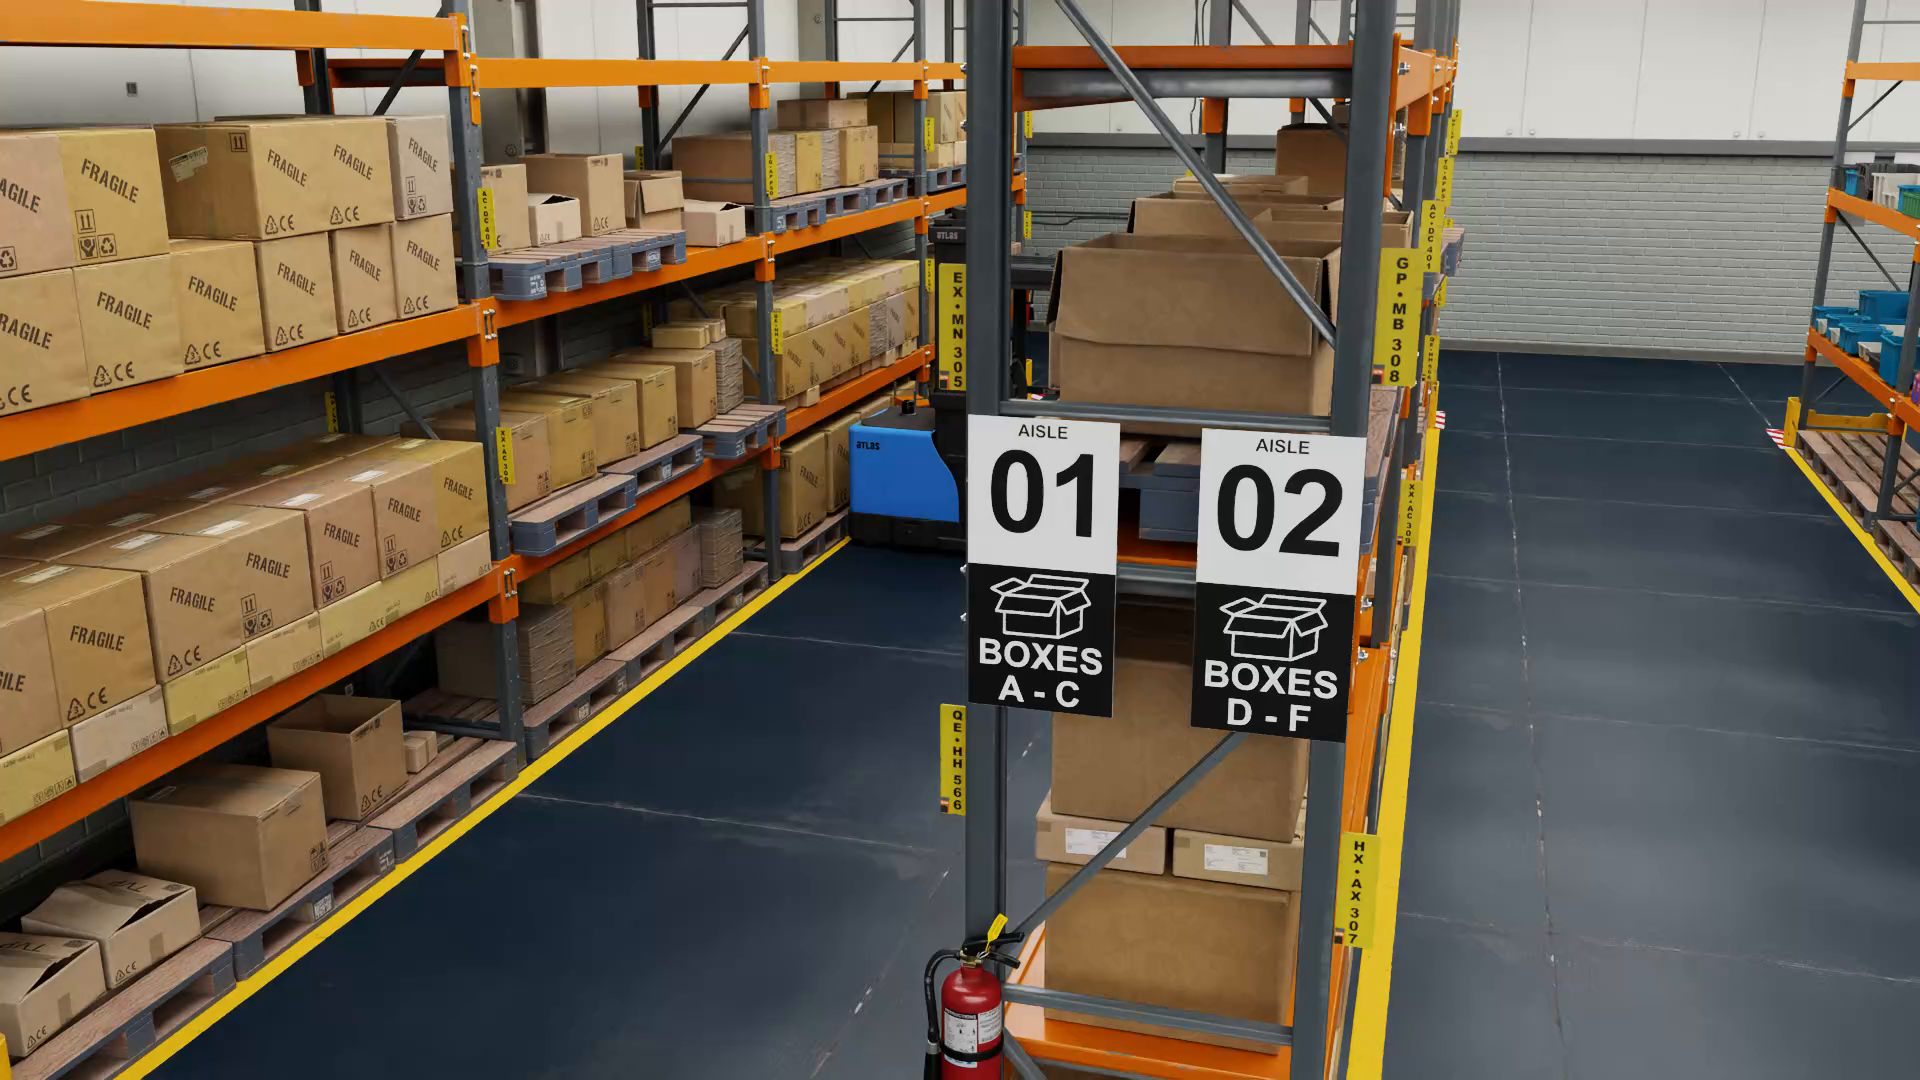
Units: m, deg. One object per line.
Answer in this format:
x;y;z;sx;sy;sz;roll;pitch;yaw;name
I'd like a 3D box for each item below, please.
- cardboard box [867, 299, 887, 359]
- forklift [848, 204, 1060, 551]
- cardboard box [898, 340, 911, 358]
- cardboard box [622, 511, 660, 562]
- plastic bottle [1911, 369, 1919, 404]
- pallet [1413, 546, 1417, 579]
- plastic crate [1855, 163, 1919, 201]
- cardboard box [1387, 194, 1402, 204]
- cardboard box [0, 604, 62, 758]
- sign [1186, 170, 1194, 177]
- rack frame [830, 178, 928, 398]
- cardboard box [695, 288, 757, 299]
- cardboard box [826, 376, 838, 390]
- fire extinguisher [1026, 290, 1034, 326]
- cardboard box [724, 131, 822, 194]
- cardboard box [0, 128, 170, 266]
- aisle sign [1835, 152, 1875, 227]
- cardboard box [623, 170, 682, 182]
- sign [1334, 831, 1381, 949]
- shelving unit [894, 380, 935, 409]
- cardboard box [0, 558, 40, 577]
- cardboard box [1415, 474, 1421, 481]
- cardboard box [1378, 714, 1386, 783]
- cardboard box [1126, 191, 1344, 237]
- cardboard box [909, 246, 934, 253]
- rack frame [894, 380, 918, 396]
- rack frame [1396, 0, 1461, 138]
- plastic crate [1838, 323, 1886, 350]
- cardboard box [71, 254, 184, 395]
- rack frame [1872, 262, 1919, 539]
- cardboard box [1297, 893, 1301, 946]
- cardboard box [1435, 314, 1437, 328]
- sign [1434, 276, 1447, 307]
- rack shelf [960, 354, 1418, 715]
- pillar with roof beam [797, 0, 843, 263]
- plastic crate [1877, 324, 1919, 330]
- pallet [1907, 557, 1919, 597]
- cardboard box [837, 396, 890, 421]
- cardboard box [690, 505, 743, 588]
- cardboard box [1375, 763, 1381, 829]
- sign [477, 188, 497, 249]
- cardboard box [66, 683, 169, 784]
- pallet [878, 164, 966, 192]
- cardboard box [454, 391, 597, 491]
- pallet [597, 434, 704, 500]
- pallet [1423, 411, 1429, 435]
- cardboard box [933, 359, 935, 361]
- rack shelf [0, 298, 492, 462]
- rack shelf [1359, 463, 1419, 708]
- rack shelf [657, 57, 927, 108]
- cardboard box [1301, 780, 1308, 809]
-1.006;-1.989;15.579;0.500;0.500;0.500;5;16;16;cardboard box
0.590;-1.351;14.222;3.031;2.935;1.130;6;17;19;forklift
-0.703;-1.904;16.468;0.380;0.149;0.250;5;17;17;cardboard box
-2.484;-0.045;11.892;0.500;0.250;0.500;5;16;16;cardboard box
8.156;-1.306;14.151;0.061;0.283;0.133;5;16;16;plastic bottle
3.381;0.067;14.205;1.003;0.211;1.213;5;16;16;pallet
9.108;-3.506;16.311;0.504;0.338;0.767;5;16;16;plastic crate
2.578;-2.075;10.656;0.500;0.250;0.500;5;17;17;cardboard box
-3.816;0.546;6.270;0.500;0.500;0.500;5;16;16;cardboard box
1.124;-1.600;7.952;0.100;0.325;0.005;5;16;16;sign
-0.830;-2.193;17.065;1.000;3.000;0.127;5;16;16;rack frame
-1.936;-1.982;14.182;0.500;0.250;0.500;4;16;14;cardboard box
-1.312;-1.443;14.842;0.380;0.149;0.250;5;17;17;cardboard box
0.792;-3.027;20.829;0.296;0.674;0.183;5;16;16;fire extinguisher
-1.614;-3.267;14.366;0.700;0.500;0.500;6;17;19;cardboard box
-3.572;-1.380;6.648;0.500;0.500;0.500;5;17;17;cardboard box
9.541;-3.764;17.839;0.394;0.787;0.004;5;16;16;aisle sign
-2.391;-2.477;12.349;0.500;0.500;0.500;5;16;16;cardboard box
1.041;0.919;4.360;0.100;0.325;0.005;5;16;16;sign
-0.414;-0.868;15.692;0.258;1.200;0.503;-7;17;-23;shelving unit
-4.157;0.377;6.867;0.500;0.500;0.500;5;17;17;cardboard box
3.622;-0.275;14.076;0.500;0.500;0.500;4;16;14;cardboard box
2.004;1.045;8.890;0.500;0.311;0.500;5;16;16;cardboard box
1.058;-1.058;6.351;0.797;0.503;0.637;7;17;22;cardboard box
-0.024;-3.059;19.567;0.980;0.700;0.700;4;16;15;cardboard box
-0.513;-0.929;15.906;0.240;1.200;0.015;-7;17;-23;rack frame
5.058;-5.743;18.585;1.000;3.000;0.127;5;16;16;rack frame
9.046;-2.036;16.709;0.416;0.233;0.300;5;16;16;plastic crate
-3.575;-0.897;6.777;0.500;0.500;0.500;5;17;18;cardboard box
8.669;-1.425;14.357;1.000;3.000;0.127;5;16;16;rack frame
0.800;1.022;5.545;0.700;0.500;0.500;5;17;17;cardboard box
4.614;-2.235;17.030;0.500;0.500;0.500;5;16;16;cardboard box
4.454;-2.325;15.408;0.100;0.325;0.005;5;16;16;sign
1.079;-0.291;6.179;1.077;0.370;4.000;5;16;16;rack shelf
2.667;-4.996;15.952;9.100;9.000;0.400;5;16;16;pillar with roof beam
9.748;-2.146;17.272;0.396;0.136;0.243;5;16;16;plastic crate
8.065;0.435;12.908;1.003;0.211;1.213;5;16;16;pallet
-1.139;-0.948;15.846;0.750;0.750;0.750;5;17;18;cardboard box
-2.121;0.036;12.978;0.700;0.500;0.500;5;17;17;cardboard box
2.000;1.317;8.958;0.500;0.250;0.500;4;16;15;cardboard box
-2.581;-1.752;9.065;0.100;0.325;0.005;5;16;16;sign
-3.663;0.769;6.861;0.500;0.250;0.500;4;16;14;cardboard box
-0.587;-3.807;17.420;1.003;0.211;1.213;5;16;16;pallet
-2.760;-0.636;10.586;0.700;0.500;0.500;6;17;22;cardboard box
-2.490;-0.534;11.565;1.003;0.211;1.213;5;16;16;pallet
4.810;-1.286;18.979;1.003;0.211;1.213;5;16;16;pallet
-0.383;-2.011;19.044;0.380;0.149;0.250;4;16;15;cardboard box
-3.671;-0.674;7.530;1.077;0.370;4.000;5;16;16;rack shelf
2.216;0.106;10.278;1.077;0.370;4.000;5;16;16;rack shelf
-1.398;-4.018;14.555;1.077;0.370;4.000;5;16;16;rack shelf
0.901;0.814;5.091;0.380;0.149;0.250;4;16;14;cardboard box
